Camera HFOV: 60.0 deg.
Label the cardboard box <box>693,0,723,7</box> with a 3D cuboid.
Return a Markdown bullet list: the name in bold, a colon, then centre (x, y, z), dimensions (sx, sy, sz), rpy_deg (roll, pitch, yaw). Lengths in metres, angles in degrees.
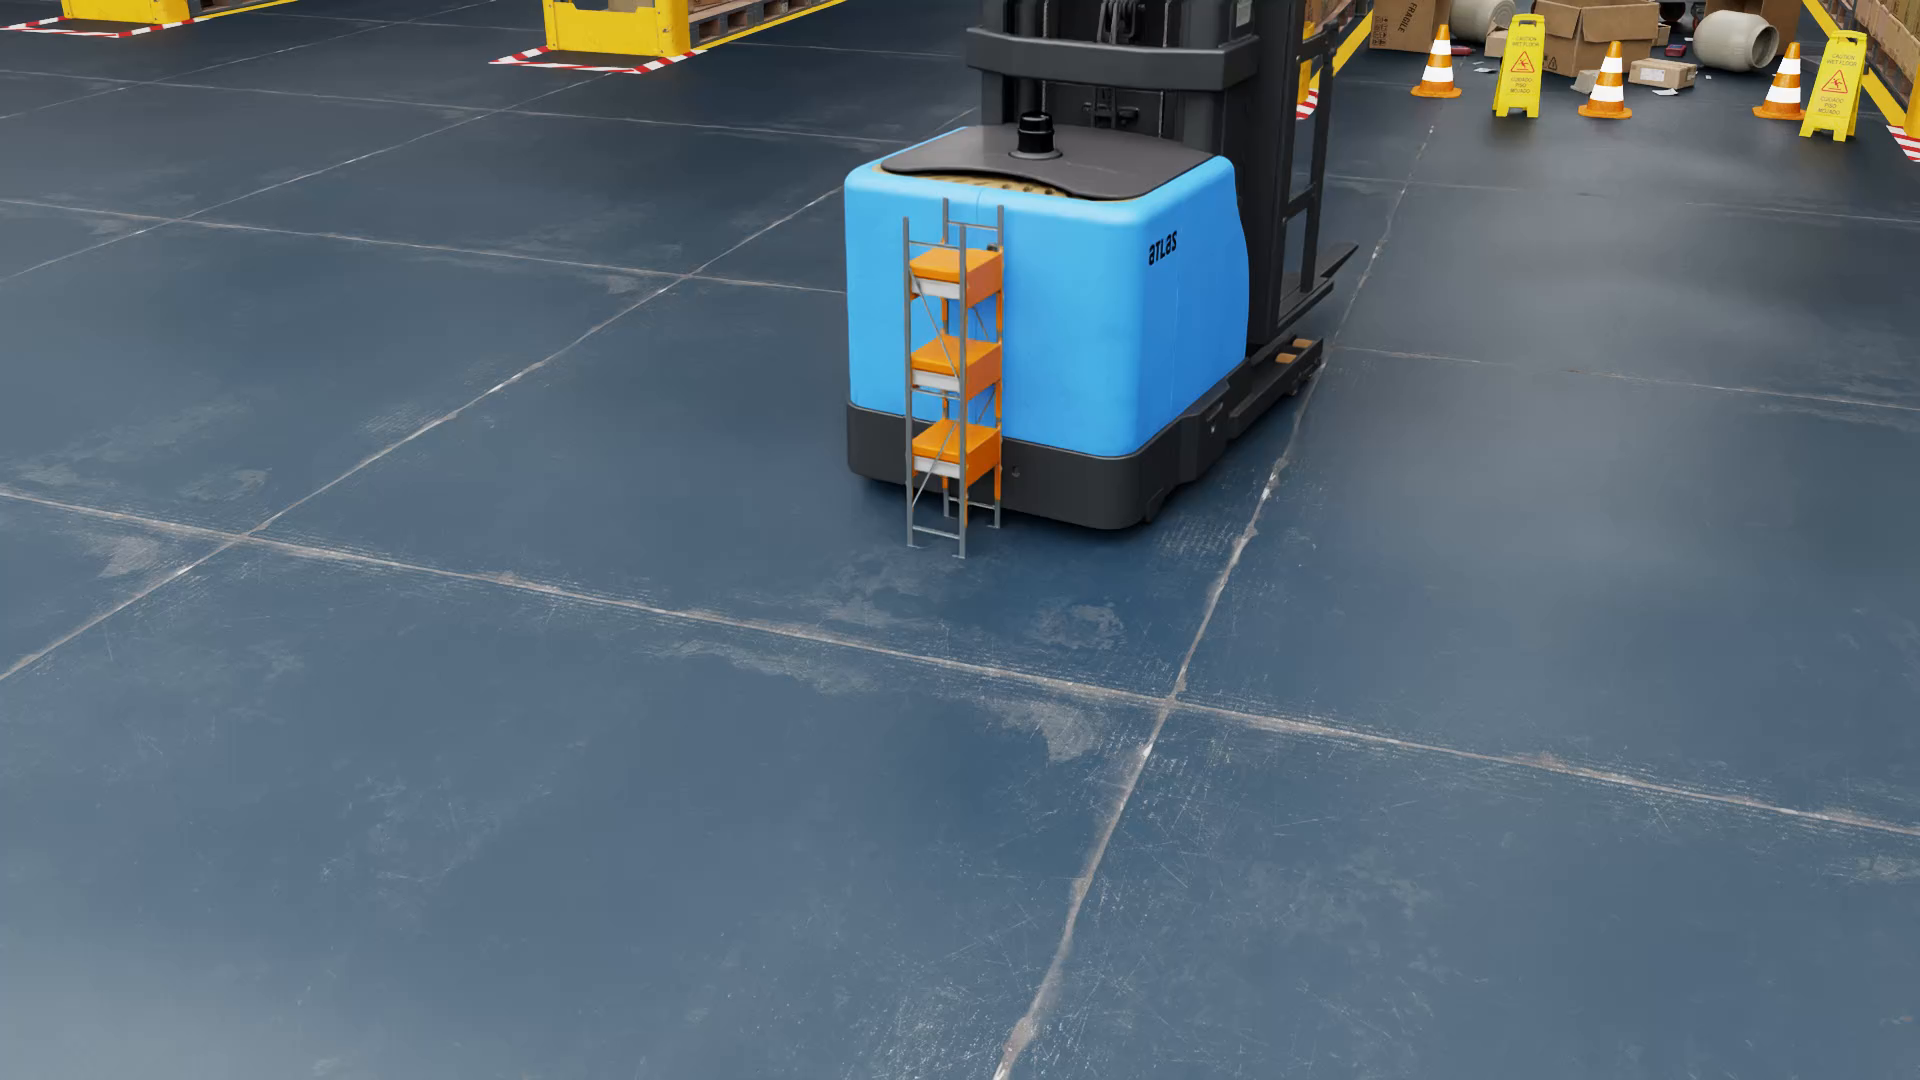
- **cardboard box**: centre (-2.387, -4.842, 14.195), dimensions (0.500, 0.500, 0.500), rpy_deg (17, 30, 31)

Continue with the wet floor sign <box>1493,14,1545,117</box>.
- **wet floor sign**: centre (3.724, -3.154, 11.023), dimensions (0.267, 0.644, 0.232), rpy_deg (4, 26, 8)

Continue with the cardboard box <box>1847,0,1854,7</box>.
- **cardboard box**: centre (8.071, -4.702, 14.053), dimensions (0.950, 0.372, 0.625), rpy_deg (9, 27, 18)

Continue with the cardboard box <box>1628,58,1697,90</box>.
- **cardboard box**: centre (5.099, -3.384, 12.069), dimensions (0.250, 0.149, 0.380), rpy_deg (-20, 33, -36)

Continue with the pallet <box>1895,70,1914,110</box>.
- **pallet**: centre (6.897, -2.941, 11.082), dimensions (1.003, 0.211, 1.213), rpy_deg (9, 27, 17)

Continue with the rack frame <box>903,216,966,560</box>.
- **rack frame**: centre (-0.073, -0.432, 4.936), dimensions (0.200, 1.050, 0.008), rpy_deg (13, 29, 24)

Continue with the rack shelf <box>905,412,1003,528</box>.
- **rack shelf**: centre (-0.017, -0.219, 5.160), dimensions (0.215, 0.259, 0.240), rpy_deg (13, 29, 24)

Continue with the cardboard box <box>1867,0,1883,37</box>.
- **cardboard box**: centre (7.281, -4.007, 12.757), dimensions (0.500, 0.250, 0.500), rpy_deg (10, 28, 20)

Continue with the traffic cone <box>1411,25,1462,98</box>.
- **traffic cone**: centre (3.382, -3.383, 11.706), dimensions (0.336, 0.463, 0.334), rpy_deg (9, 27, 17)

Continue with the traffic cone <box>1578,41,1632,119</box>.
- **traffic cone**: centre (4.334, -3.079, 11.079), dimensions (0.336, 0.463, 0.334), rpy_deg (9, 27, 17)

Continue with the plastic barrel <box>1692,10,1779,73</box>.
- **plastic barrel**: centre (5.827, -3.745, 12.499), dimensions (0.421, 0.421, 0.512), rpy_deg (-14, 29, -27)

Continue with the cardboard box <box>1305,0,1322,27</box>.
- **cardboard box**: centre (2.320, -4.395, 12.842), dimensions (0.875, 0.875, 0.875), rpy_deg (8, 27, 17)

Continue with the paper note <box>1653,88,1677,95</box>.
- **paper note**: centre (5.005, -3.177, 11.777), dimensions (0.148, 0.019, 0.142), rpy_deg (0, 26, -1)

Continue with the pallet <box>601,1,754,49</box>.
- **pallet**: centre (-2.449, -4.378, 14.050), dimensions (1.003, 0.211, 1.213), rpy_deg (9, 27, 17)

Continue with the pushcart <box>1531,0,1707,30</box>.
- **pushcart**: centre (5.732, -4.610, 14.338), dimensions (1.648, 0.377, 0.936), rpy_deg (0, 26, -1)

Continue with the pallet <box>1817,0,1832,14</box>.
- **pallet**: centre (8.561, -5.048, 15.434), dimensions (1.003, 0.211, 1.213), rpy_deg (9, 27, 17)

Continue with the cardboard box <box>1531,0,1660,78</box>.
- **cardboard box**: centre (4.765, -3.802, 12.524), dimensions (0.797, 0.503, 0.637), rpy_deg (-9, 27, -18)

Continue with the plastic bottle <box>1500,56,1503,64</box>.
- **plastic bottle**: centre (4.232, -3.674, 12.767), dimensions (0.133, 0.061, 0.283), rpy_deg (0, 26, -1)

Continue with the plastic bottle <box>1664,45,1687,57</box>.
- **plastic bottle**: centre (5.701, -3.899, 13.233), dimensions (0.133, 0.061, 0.283), rpy_deg (14, 29, 26)

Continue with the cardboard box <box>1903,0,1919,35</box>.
- **cardboard box**: centre (6.759, -3.707, 11.277), dimensions (0.500, 0.500, 0.500), rpy_deg (10, 28, 19)

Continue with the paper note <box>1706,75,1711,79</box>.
- **paper note**: centre (5.549, -3.433, 12.329), dimensions (0.032, 0.001, 0.123), rpy_deg (9, 27, 17)

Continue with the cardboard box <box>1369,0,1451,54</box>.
- **cardboard box**: centre (3.648, -4.246, 13.442), dimensions (0.500, 0.500, 0.500), rpy_deg (14, 29, 26)

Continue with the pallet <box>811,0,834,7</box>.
- **pallet**: centre (-1.637, -5.381, 16.121), dimensions (1.003, 0.211, 1.213), rpy_deg (9, 27, 17)

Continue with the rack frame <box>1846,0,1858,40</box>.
- **rack frame**: centre (7.899, -5.480, 13.126), dimensions (1.000, 3.000, 0.127), rpy_deg (9, 27, 17)

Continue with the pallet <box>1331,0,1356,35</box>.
- **pallet**: centre (2.870, -4.600, 14.509), dimensions (1.003, 0.211, 1.213), rpy_deg (9, 27, 17)

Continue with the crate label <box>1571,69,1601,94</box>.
- **crate label**: centre (4.538, -3.265, 11.836), dimensions (0.250, 0.136, 0.298), rpy_deg (-5, 26, -9)

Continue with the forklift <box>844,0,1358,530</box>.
- **forklift**: centre (0.774, -1.957, 5.928), dimensions (1.130, 2.935, 3.031), rpy_deg (13, 29, 26)

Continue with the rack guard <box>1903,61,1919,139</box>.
- **rack guard**: centre (6.593, -2.742, 10.340), dimensions (1.175, 0.500, 0.348), rpy_deg (9, 27, 17)

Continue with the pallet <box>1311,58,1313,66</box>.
- **pallet**: centre (2.058, -3.597, 12.438), dimensions (1.003, 0.211, 1.213), rpy_deg (9, 27, 17)

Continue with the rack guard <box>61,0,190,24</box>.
- **rack guard**: centre (-7.467, -4.905, 14.806), dimensions (1.175, 0.500, 0.348), rpy_deg (9, 27, 17)

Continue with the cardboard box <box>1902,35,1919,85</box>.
- **cardboard box**: centre (6.591, -3.169, 11.026), dimensions (0.500, 0.250, 0.500), rpy_deg (9, 27, 17)

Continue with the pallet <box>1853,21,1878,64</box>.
- **pallet**: centre (7.709, -3.944, 13.153), dimensions (1.003, 0.211, 1.213), rpy_deg (9, 27, 17)

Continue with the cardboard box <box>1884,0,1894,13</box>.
- **cardboard box**: centre (7.107, -4.131, 12.153), dimensions (0.500, 0.500, 0.500), rpy_deg (10, 28, 20)

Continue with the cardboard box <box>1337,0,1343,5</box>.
- **cardboard box**: centre (2.922, -5.141, 14.382), dimensions (0.875, 0.875, 0.875), rpy_deg (9, 27, 18)

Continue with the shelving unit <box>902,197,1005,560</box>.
- **shelving unit**: centre (-0.018, -0.479, 5.034), dimensions (0.215, 1.050, 0.252), rpy_deg (13, 29, 24)

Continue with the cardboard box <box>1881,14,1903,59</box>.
- **cardboard box**: centre (6.932, -3.586, 11.889), dimensions (0.500, 0.250, 0.500), rpy_deg (8, 27, 16)
